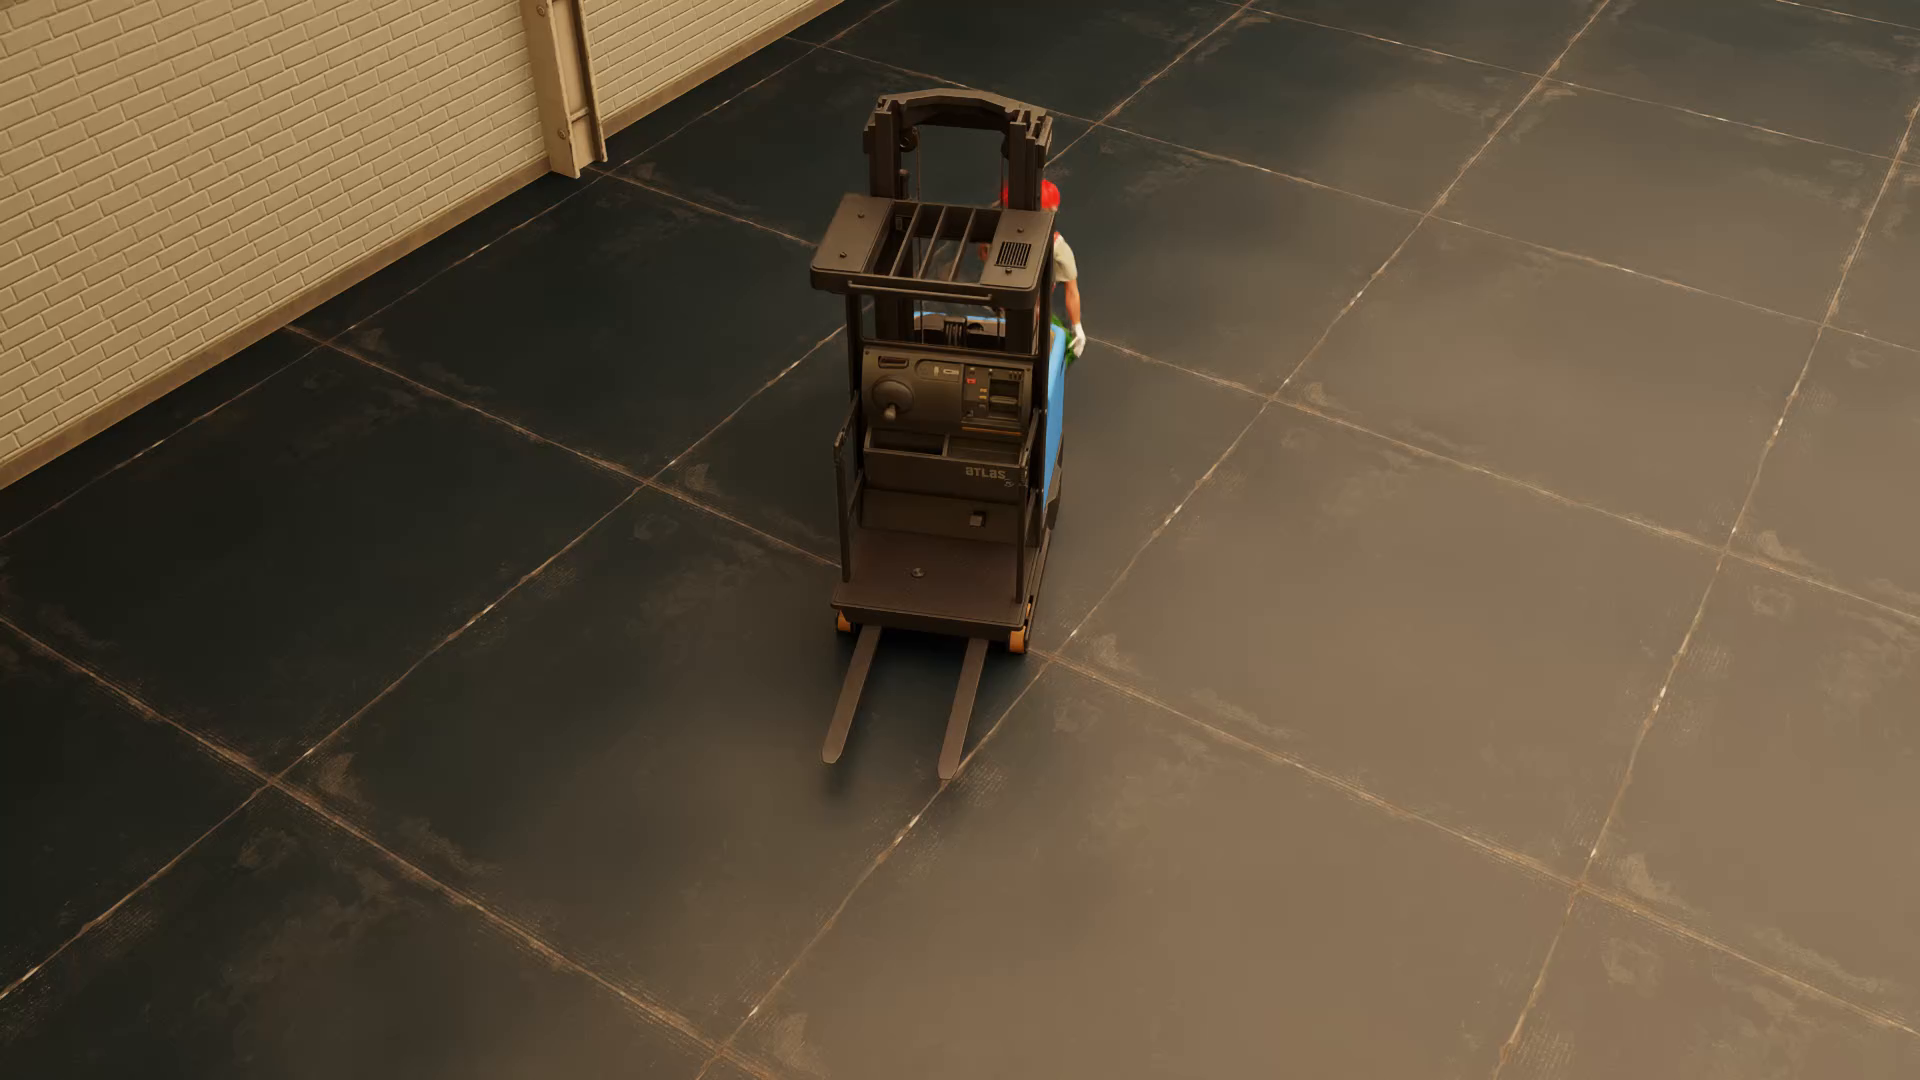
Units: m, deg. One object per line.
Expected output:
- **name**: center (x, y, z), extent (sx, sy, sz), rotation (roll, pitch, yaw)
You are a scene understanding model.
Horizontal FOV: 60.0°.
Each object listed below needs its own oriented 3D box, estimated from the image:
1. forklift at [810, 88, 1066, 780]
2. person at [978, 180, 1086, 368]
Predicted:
- **forklift**: center (-0.108, -0.731, 8.830), extent (1.130, 2.935, 3.031), rotation (7, 41, 8)
- **person**: center (0.472, -1.510, 10.820), extent (0.545, 1.614, 0.991), rotation (-30, 49, -31)
